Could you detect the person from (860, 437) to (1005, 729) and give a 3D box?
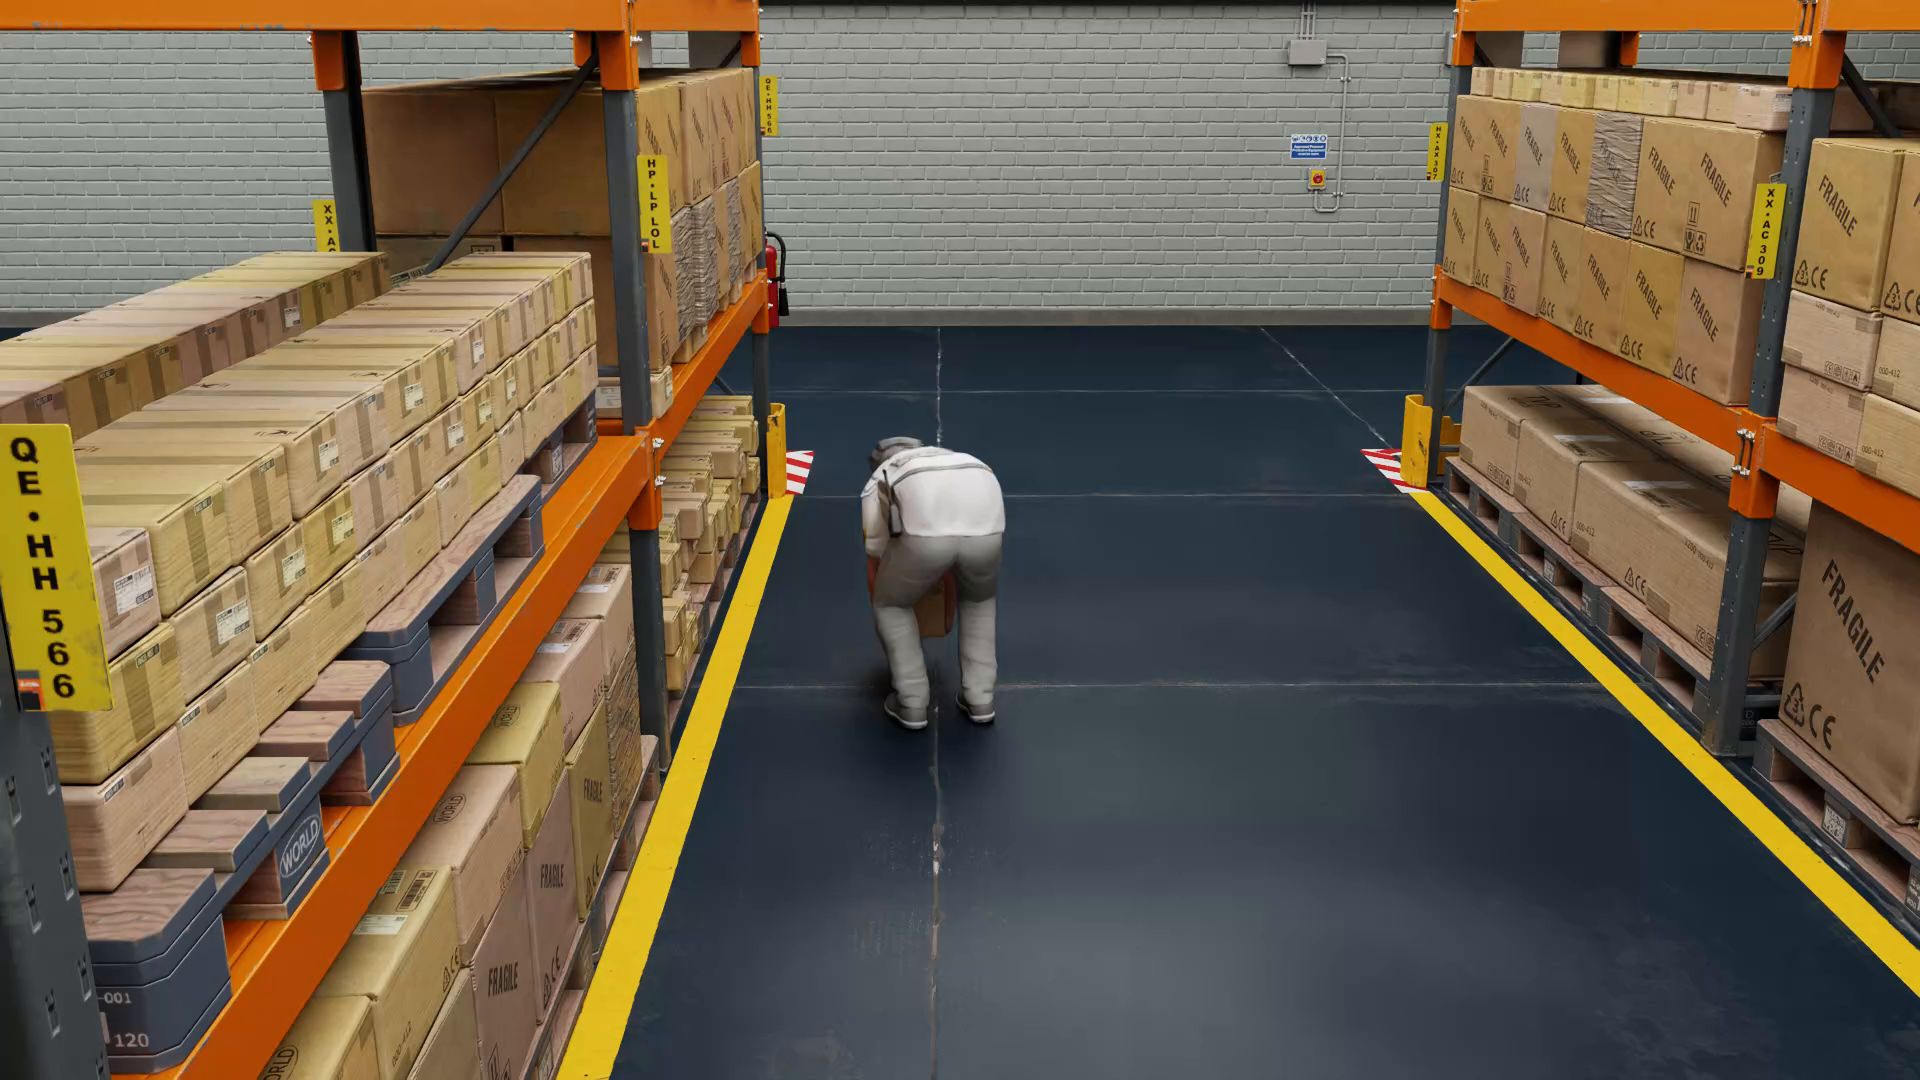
[{"bbox_3d":[-0.139,0.128,6.767,0.514,1.081,1.044,-5,18,-16],"label":"person"}]
